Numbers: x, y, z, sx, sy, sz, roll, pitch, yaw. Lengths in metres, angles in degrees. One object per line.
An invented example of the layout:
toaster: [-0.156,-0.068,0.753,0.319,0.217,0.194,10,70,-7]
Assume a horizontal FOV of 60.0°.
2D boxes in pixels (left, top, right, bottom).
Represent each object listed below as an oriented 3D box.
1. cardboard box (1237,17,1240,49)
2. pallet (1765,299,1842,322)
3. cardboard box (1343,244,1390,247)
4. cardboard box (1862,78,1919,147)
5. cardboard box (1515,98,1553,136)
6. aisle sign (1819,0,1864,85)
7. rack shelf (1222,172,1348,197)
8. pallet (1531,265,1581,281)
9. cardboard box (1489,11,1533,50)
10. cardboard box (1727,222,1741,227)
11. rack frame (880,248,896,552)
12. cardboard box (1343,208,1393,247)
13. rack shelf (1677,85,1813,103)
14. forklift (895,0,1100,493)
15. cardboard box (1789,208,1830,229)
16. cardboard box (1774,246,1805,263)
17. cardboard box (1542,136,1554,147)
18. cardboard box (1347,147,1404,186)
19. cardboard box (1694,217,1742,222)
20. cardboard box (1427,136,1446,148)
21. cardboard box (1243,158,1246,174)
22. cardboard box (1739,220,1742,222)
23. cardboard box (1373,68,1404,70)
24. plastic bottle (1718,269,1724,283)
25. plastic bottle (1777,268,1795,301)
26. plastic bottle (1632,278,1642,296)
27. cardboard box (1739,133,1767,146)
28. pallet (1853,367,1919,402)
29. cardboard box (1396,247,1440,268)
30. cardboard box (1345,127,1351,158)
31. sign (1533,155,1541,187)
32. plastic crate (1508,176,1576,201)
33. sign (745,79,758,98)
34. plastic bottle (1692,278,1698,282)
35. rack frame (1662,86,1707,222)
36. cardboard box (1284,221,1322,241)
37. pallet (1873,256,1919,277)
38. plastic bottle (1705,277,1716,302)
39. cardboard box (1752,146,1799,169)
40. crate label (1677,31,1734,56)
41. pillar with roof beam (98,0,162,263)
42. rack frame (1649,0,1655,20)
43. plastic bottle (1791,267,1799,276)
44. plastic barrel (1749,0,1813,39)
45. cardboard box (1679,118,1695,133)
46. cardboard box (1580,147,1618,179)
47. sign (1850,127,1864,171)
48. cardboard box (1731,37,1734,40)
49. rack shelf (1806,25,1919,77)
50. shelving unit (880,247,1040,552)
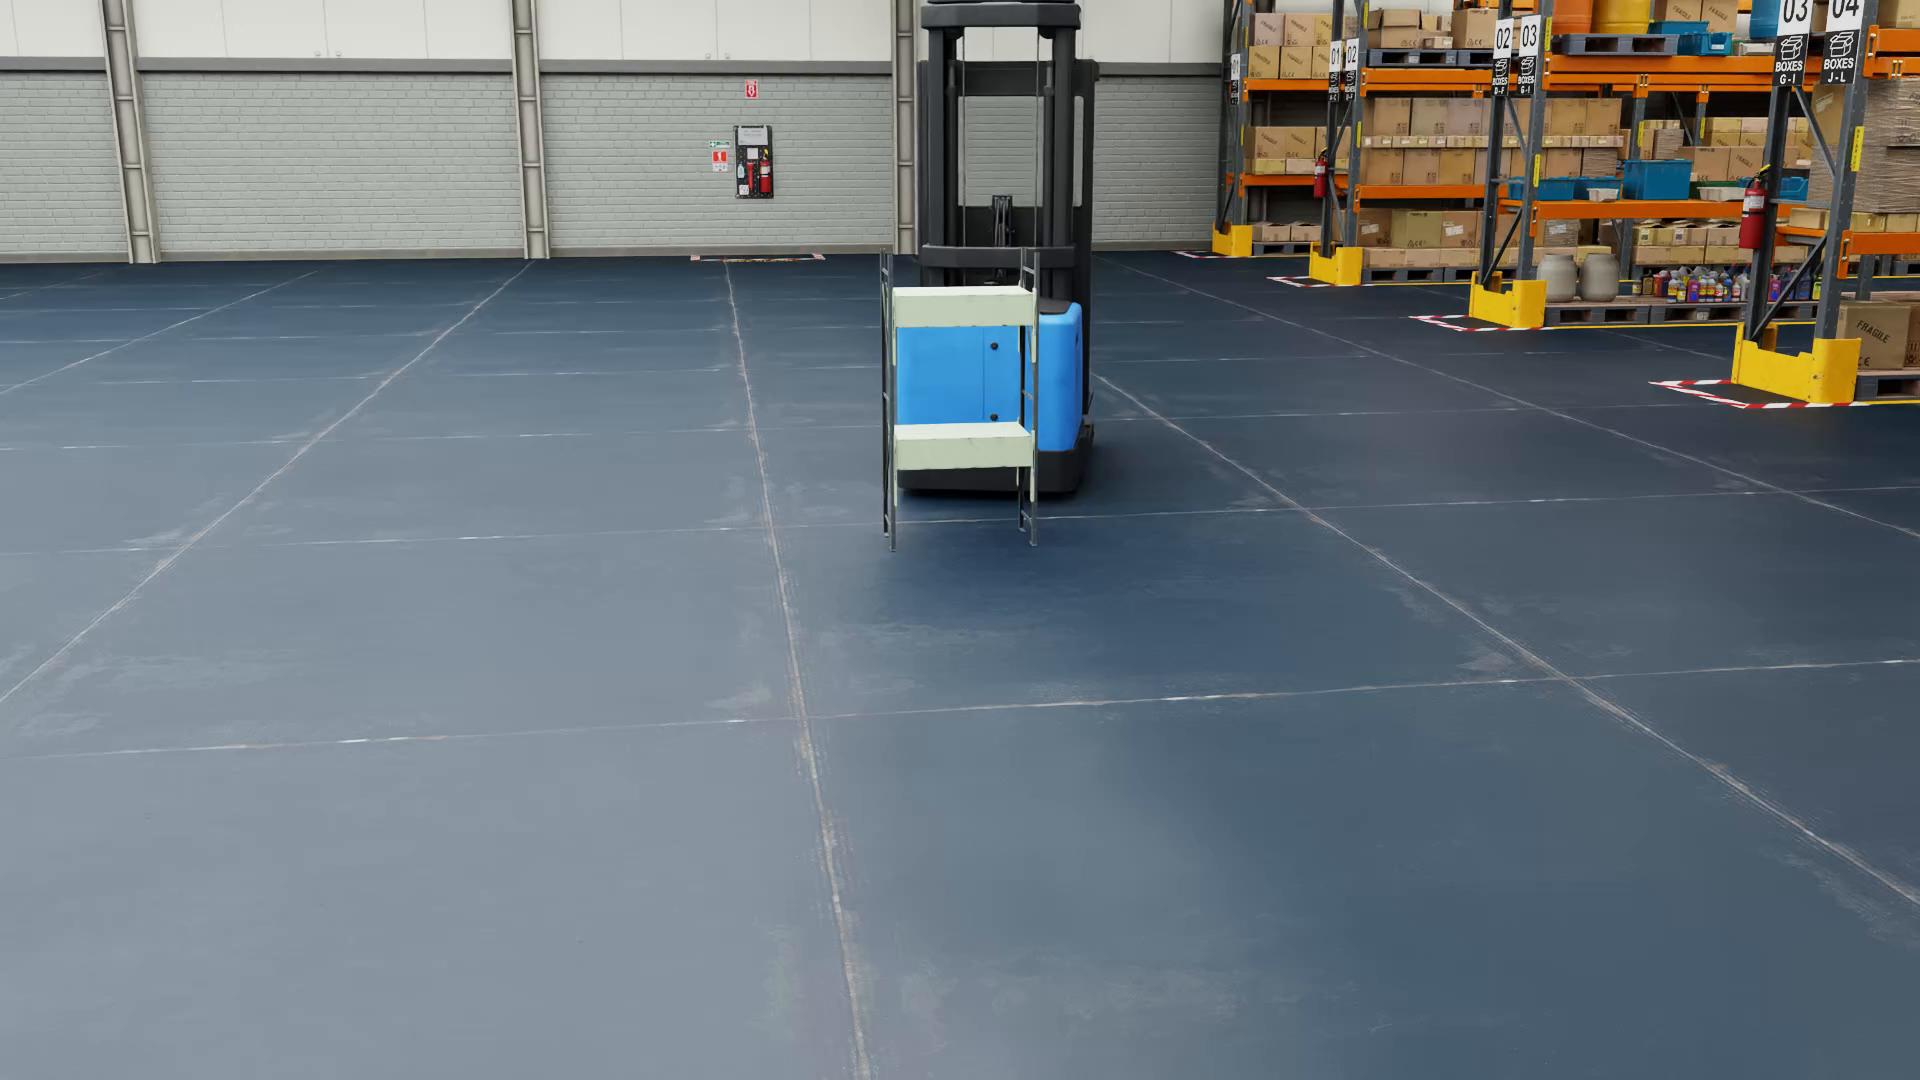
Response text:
cardboard box: [4.847,-8.308,27.214,0.500,0.500,0.500,-1,14,-6]
pallet: [9.221,-2.626,18.760,1.213,0.211,1.003,-2,14,-8]
cardboard box: [5.688,-4.000,23.295,0.500,0.250,0.500,-2,14,-8]
cardboard box: [7.258,-3.289,12.797,0.500,0.500,0.500,-2,14,-8]
cardboard box: [7.724,-5.808,22.843,0.500,0.500,0.700,-2,14,-8]
aisle sign: [6.657,-3.843,12.536,0.004,0.787,0.394,-2,14,-8]
rack shelf: [6.438,-5.955,27.778,4.000,0.370,1.077,-2,14,-8]
pallet: [8.364,-3.813,23.493,1.213,0.211,1.003,-2,14,-8]
cardboard box: [7.510,-6.932,22.667,0.637,0.503,0.797,-1,14,-2]
cardboard box: [11.123,-4.338,23.488,0.500,0.311,0.500,-2,14,-7]
rack frame: [-0.369,-0.714,8.486,0.023,1.500,0.400,-2,14,-8]
cardboard box: [5.687,-4.364,23.206,0.500,0.500,0.500,-2,14,-8]
rack shelf: [14.348,-7.700,28.569,4.000,0.370,1.077,-2,14,-8]
forklift: [0.314,-2.002,10.679,1.130,2.935,3.031,2,14,7]
cardboard box: [6.925,-2.595,13.419,0.250,0.149,0.380,-2,14,-8]
cardboard box: [11.621,-4.085,23.633,0.500,0.250,0.500,-2,14,-7]
cardboard box: [7.913,-5.450,22.748,0.250,0.149,0.380,-2,14,-9]
cardboard box: [5.665,-5.102,22.694,0.500,0.500,0.700,-2,14,-8]
cardboard box: [13.117,-5.677,28.749,0.750,0.750,0.750,-2,14,-9]
cardboard box: [6.379,-5.393,22.520,0.250,0.149,0.380,-2,14,-9]
cardboard box: [4.893,-6.232,27.671,0.500,0.250,0.500,-2,14,-7]
cardboard box: [11.528,-4.484,24.073,0.500,0.311,0.500,-2,14,-10]
cardboard box: [6.908,-7.767,27.113,0.500,0.500,0.500,-3,14,-11]
plastic bottle: [8.675,-2.957,19.025,0.133,0.283,0.061,-1,14,-6]
plastic bottle: [9.107,-2.822,18.349,0.185,0.351,0.144,-3,14,-11]
plastic bottle: [7.686,-2.876,18.872,0.097,0.201,0.097,0,14,0]
cardboard box: [13.408,-6.696,28.398,0.500,0.500,0.500,-2,14,-6]
pallet: [7.557,-1.328,13.583,1.213,0.211,1.003,-2,14,-8]
cardboard box: [6.259,-3.895,22.874,0.500,0.250,0.500,-2,14,-8]
cardboard box: [6.487,-6.531,27.324,0.500,0.500,0.500,-2,14,-7]
sign: [6.013,-3.850,17.338,0.005,0.325,0.100,-2,14,-8]
plastic crate: [6.386,-3.866,18.277,0.616,0.251,0.499,-2,14,-8]
sign: [-3.382,-7.315,26.957,0.199,0.298,0.001,-2,14,-8]
plastic bottle: [8.301,-2.863,18.821,0.097,0.201,0.097,0,14,0]
rack frame: [12.371,-6.521,28.558,0.127,3.000,1.000,-2,14,-8]
cardboard box: [5.721,-5.164,27.771,0.500,0.311,0.500,-1,14,-4]
pallet: [13.856,-3.995,24.218,1.213,0.211,1.003,-2,14,-8]
plastic bottle: [8.213,-2.745,18.205,0.097,0.271,0.097,0,14,0]
cardboard box: [11.455,-5.313,23.537,0.500,0.500,0.500,-3,14,-11]
crate label: [7.836,-5.219,17.506,0.408,0.251,0.502,-2,14,-8]
pillar with roof beam: [-12.135,-7.687,20.873,0.400,9.000,9.100,-2,14,-8]
rack frame: [9.157,-8.095,22.499,0.127,3.000,1.000,-2,14,-8]
plastic bottle: [9.276,-2.864,18.515,0.185,0.351,0.144,-2,14,-8]
plastic barrel: [8.891,-5.885,17.959,0.708,0.901,0.600,-2,14,-8]
cardboard box: [12.780,-7.166,28.730,0.500,0.250,0.500,-2,14,-7]
cardboard box: [8.719,-5.216,23.147,0.500,0.500,0.700,-2,14,-10]
sign: [6.755,-2.946,12.523,0.005,0.325,0.100,-2,14,-8]
cardboard box: [10.310,-6.811,22.993,0.500,0.250,0.500,-4,15,-14]
rack shelf: [8.651,-3.835,13.161,4.000,0.370,1.077,-2,14,-8]
shelving unit: [-0.007,-0.727,8.538,0.755,1.500,0.431,-2,14,-8]
